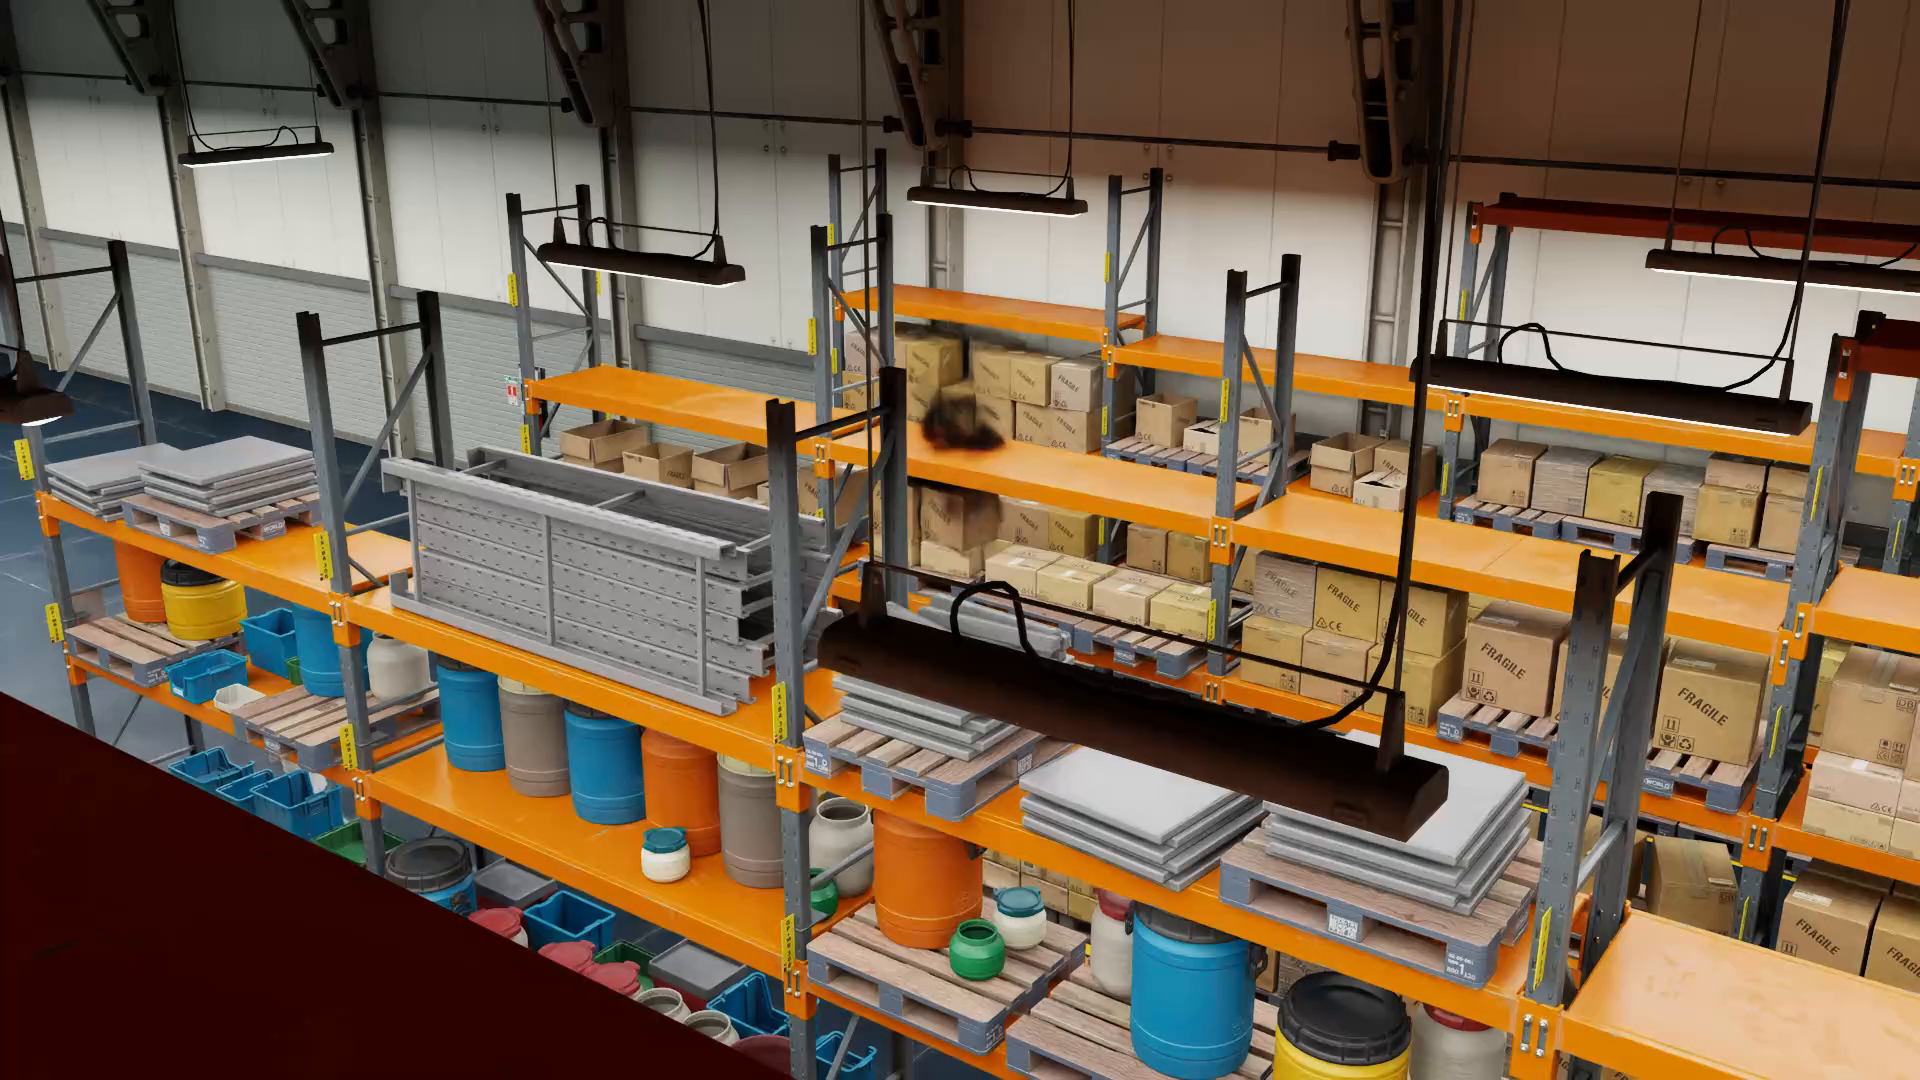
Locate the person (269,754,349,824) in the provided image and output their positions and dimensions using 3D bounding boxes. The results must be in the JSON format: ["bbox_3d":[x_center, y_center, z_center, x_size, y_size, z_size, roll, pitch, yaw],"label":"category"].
[{"bbox_3d":[-6.191,2.219,15.785,0.727,1.816,0.679,3,19,10],"label":"person"}]
